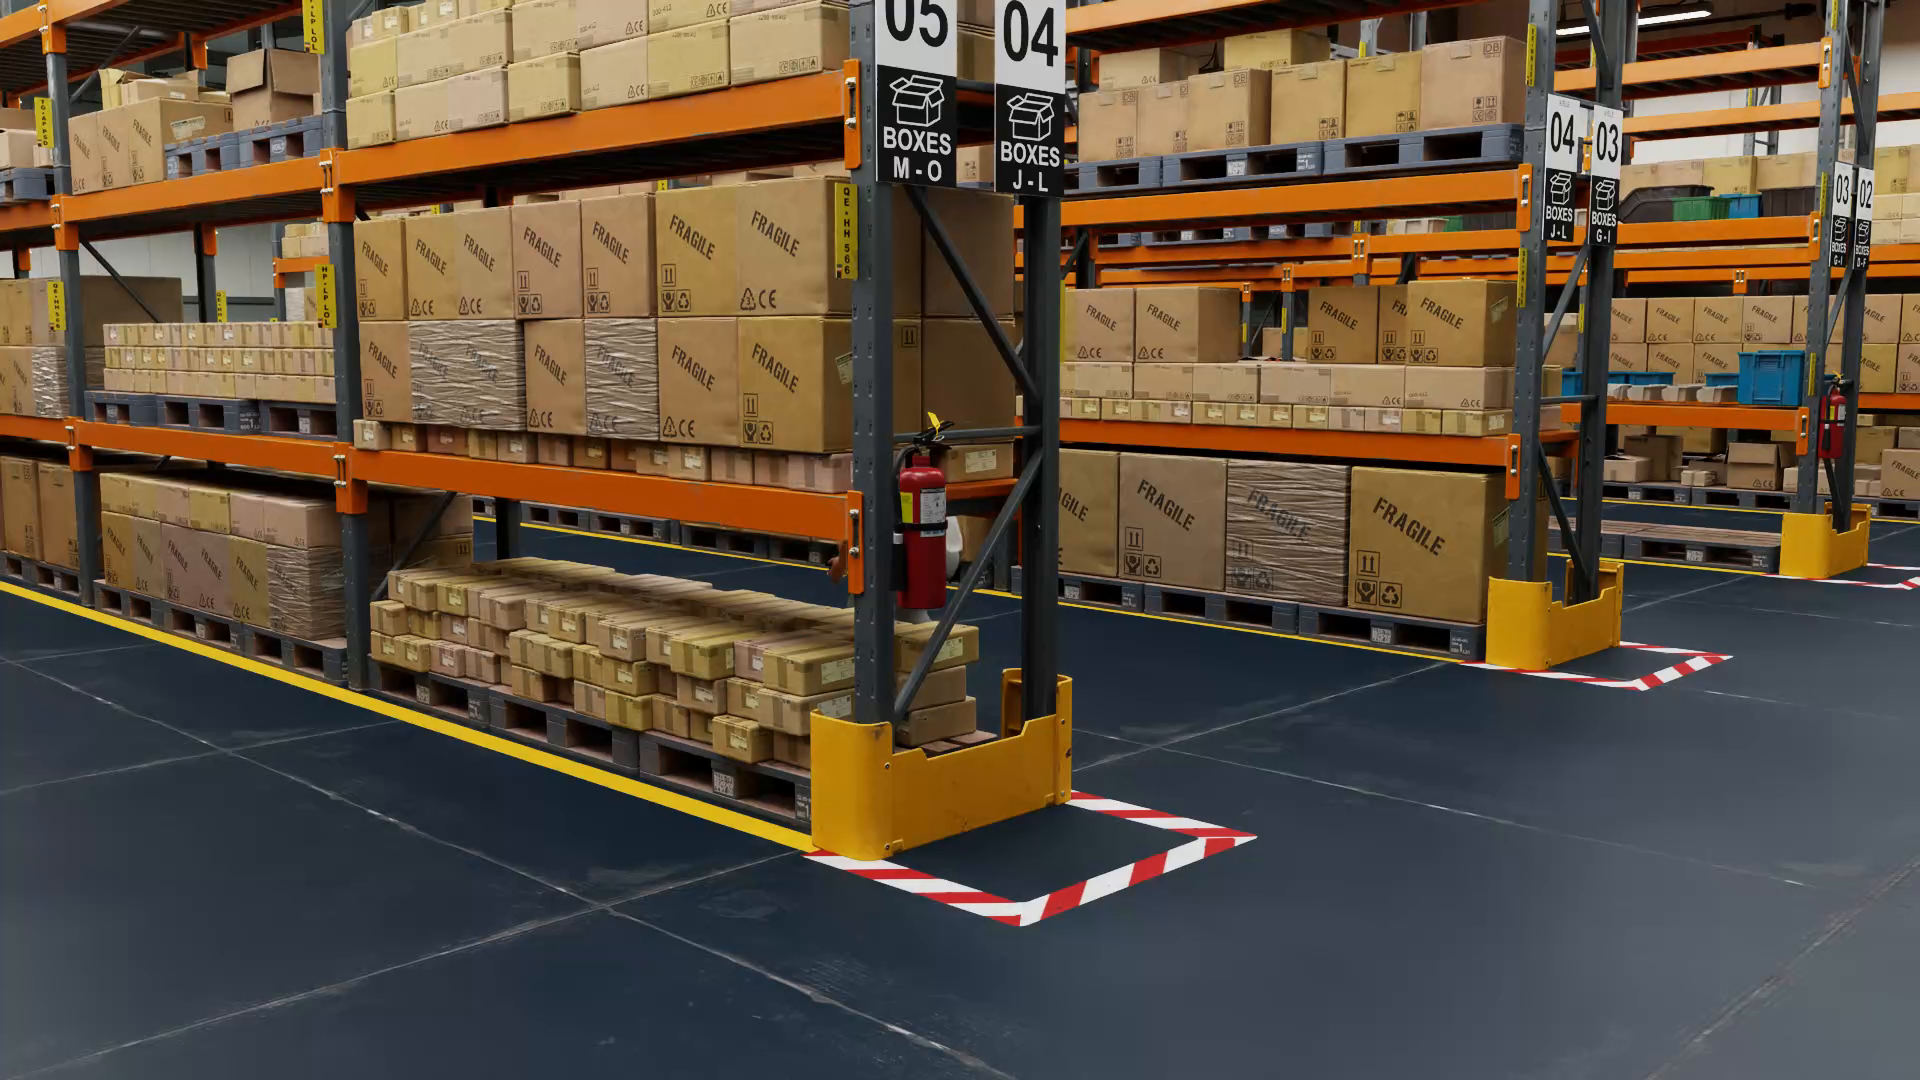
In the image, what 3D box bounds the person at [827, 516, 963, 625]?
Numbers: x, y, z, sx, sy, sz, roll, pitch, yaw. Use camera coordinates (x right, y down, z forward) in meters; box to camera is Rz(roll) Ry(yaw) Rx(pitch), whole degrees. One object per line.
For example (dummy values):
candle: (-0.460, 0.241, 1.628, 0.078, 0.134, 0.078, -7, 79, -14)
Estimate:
person: (-0.358, 0.071, 8.637, 0.729, 1.523, 0.587, 6, 10, 43)
